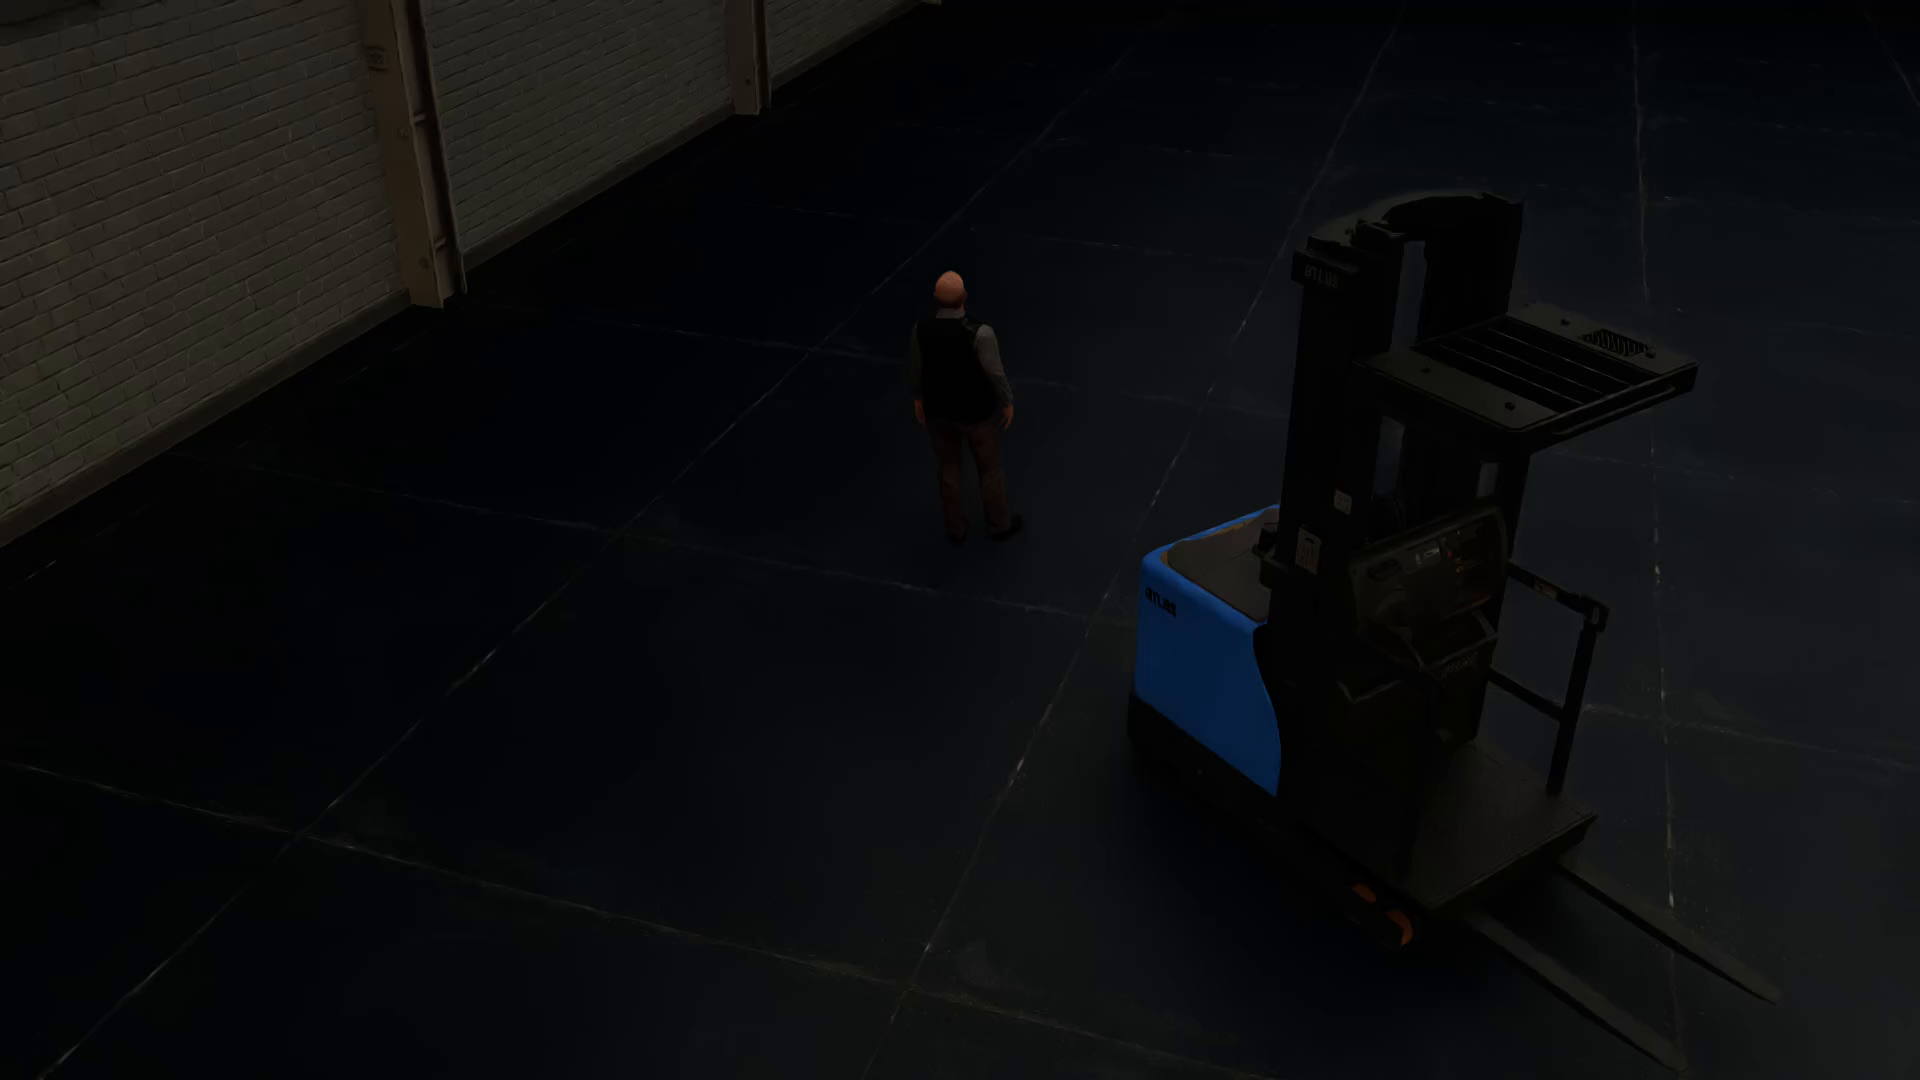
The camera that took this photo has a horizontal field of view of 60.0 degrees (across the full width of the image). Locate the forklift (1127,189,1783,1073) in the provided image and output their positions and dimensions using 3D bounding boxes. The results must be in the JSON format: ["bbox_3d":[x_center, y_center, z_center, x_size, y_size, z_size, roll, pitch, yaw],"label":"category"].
[{"bbox_3d":[2.088,0.188,6.807,1.130,2.935,3.031,-19,35,-30],"label":"forklift"}]

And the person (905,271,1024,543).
[{"bbox_3d":[0.028,-0.782,9.715,0.632,1.720,0.567,10,31,16],"label":"person"}]
